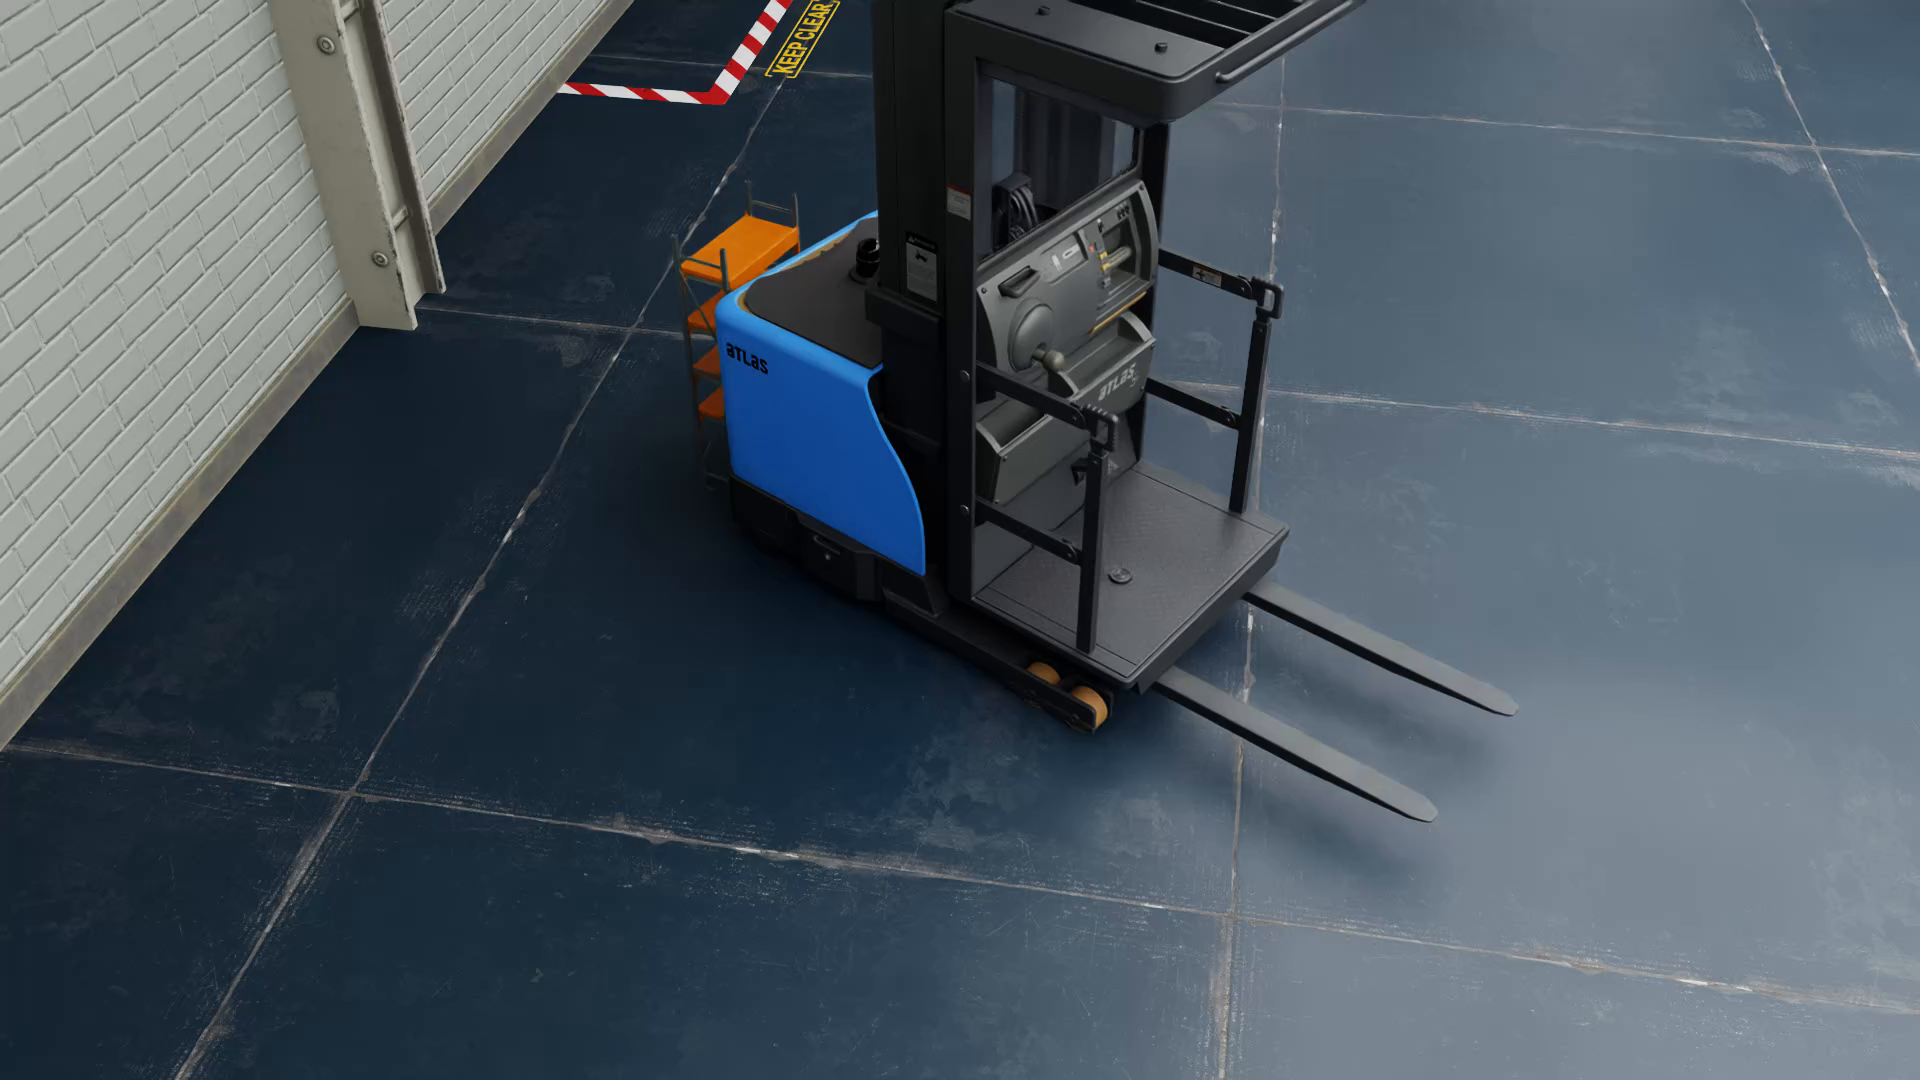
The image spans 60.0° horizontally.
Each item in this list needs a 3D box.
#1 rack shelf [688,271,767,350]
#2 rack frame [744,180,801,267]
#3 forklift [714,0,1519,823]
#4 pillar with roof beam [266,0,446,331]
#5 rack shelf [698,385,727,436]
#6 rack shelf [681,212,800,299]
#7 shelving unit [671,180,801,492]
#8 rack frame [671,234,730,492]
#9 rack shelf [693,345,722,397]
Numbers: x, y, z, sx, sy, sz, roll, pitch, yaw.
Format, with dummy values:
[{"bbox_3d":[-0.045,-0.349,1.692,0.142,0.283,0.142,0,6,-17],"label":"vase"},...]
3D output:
[{"bbox_3d":[-0.863,-0.907,6.660,0.258,0.148,0.480,19,43,21],"label":"rack shelf"},{"bbox_3d":[-0.747,-0.924,6.926,0.240,1.200,0.015,19,43,21],"label":"rack frame"},{"bbox_3d":[0.537,-0.828,5.451,3.031,2.935,1.130,27,47,29],"label":"forklift"},{"bbox_3d":[1.504,-4.138,4.693,9.100,9.000,0.400,6,40,8],"label":"pillar with roof beam"},{"bbox_3d":[-0.863,-0.582,6.930,0.258,0.148,0.480,19,43,21],"label":"rack shelf"},{"bbox_3d":[-0.863,-1.090,6.510,0.258,0.148,0.480,19,43,21],"label":"rack shelf"},{"bbox_3d":[-0.863,-0.787,6.760,0.258,1.200,0.503,19,43,21],"label":"shelving unit"},{"bbox_3d":[-0.978,-0.650,6.594,0.240,1.200,0.015,19,43,21],"label":"rack frame"},{"bbox_3d":[-0.863,-0.735,6.803,0.258,0.148,0.480,19,43,21],"label":"rack shelf"}]
